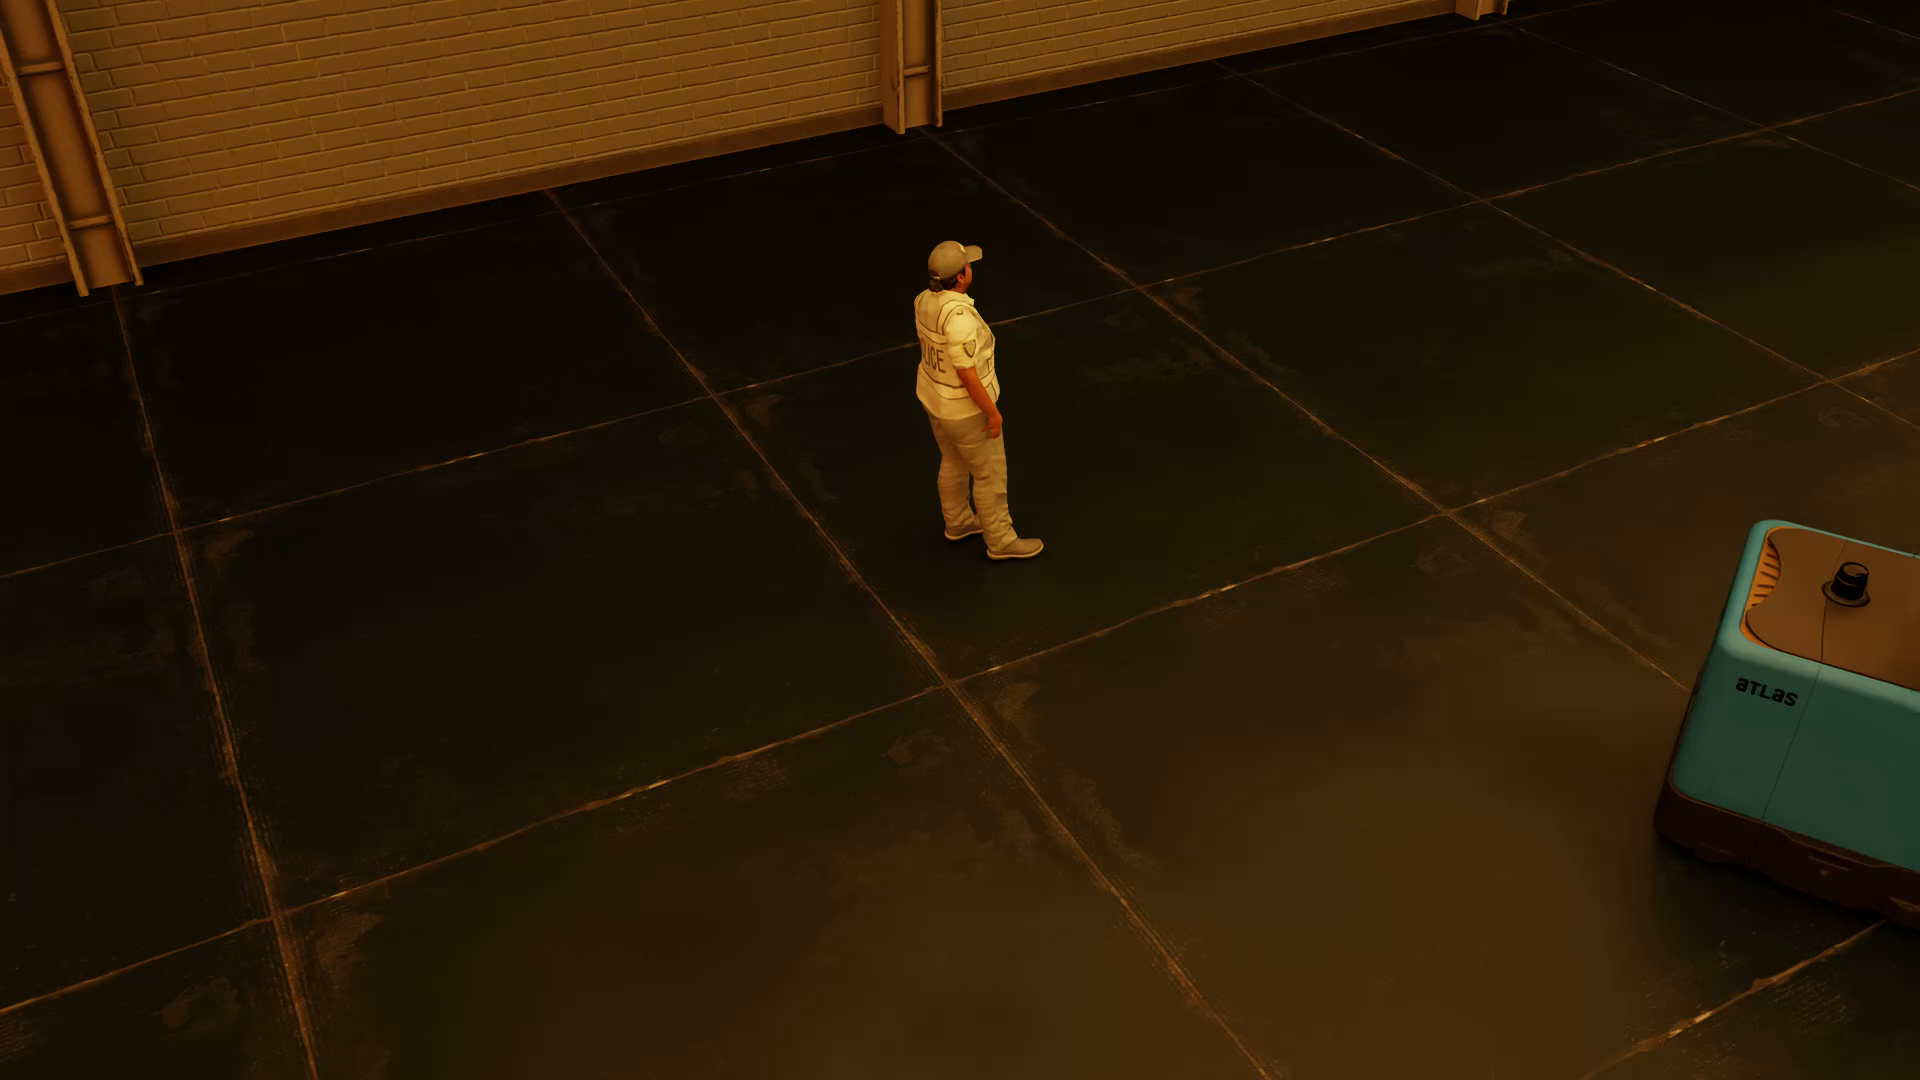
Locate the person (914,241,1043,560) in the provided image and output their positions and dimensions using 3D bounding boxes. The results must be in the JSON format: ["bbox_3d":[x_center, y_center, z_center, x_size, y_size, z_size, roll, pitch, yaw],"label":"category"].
[{"bbox_3d":[0.079,-0.695,8.190,0.529,1.670,0.598,-17,39,-23],"label":"person"}]

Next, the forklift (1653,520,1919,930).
[{"bbox_3d":[4.408,0.232,5.795,3.031,2.935,1.130,18,39,24],"label":"forklift"}]
